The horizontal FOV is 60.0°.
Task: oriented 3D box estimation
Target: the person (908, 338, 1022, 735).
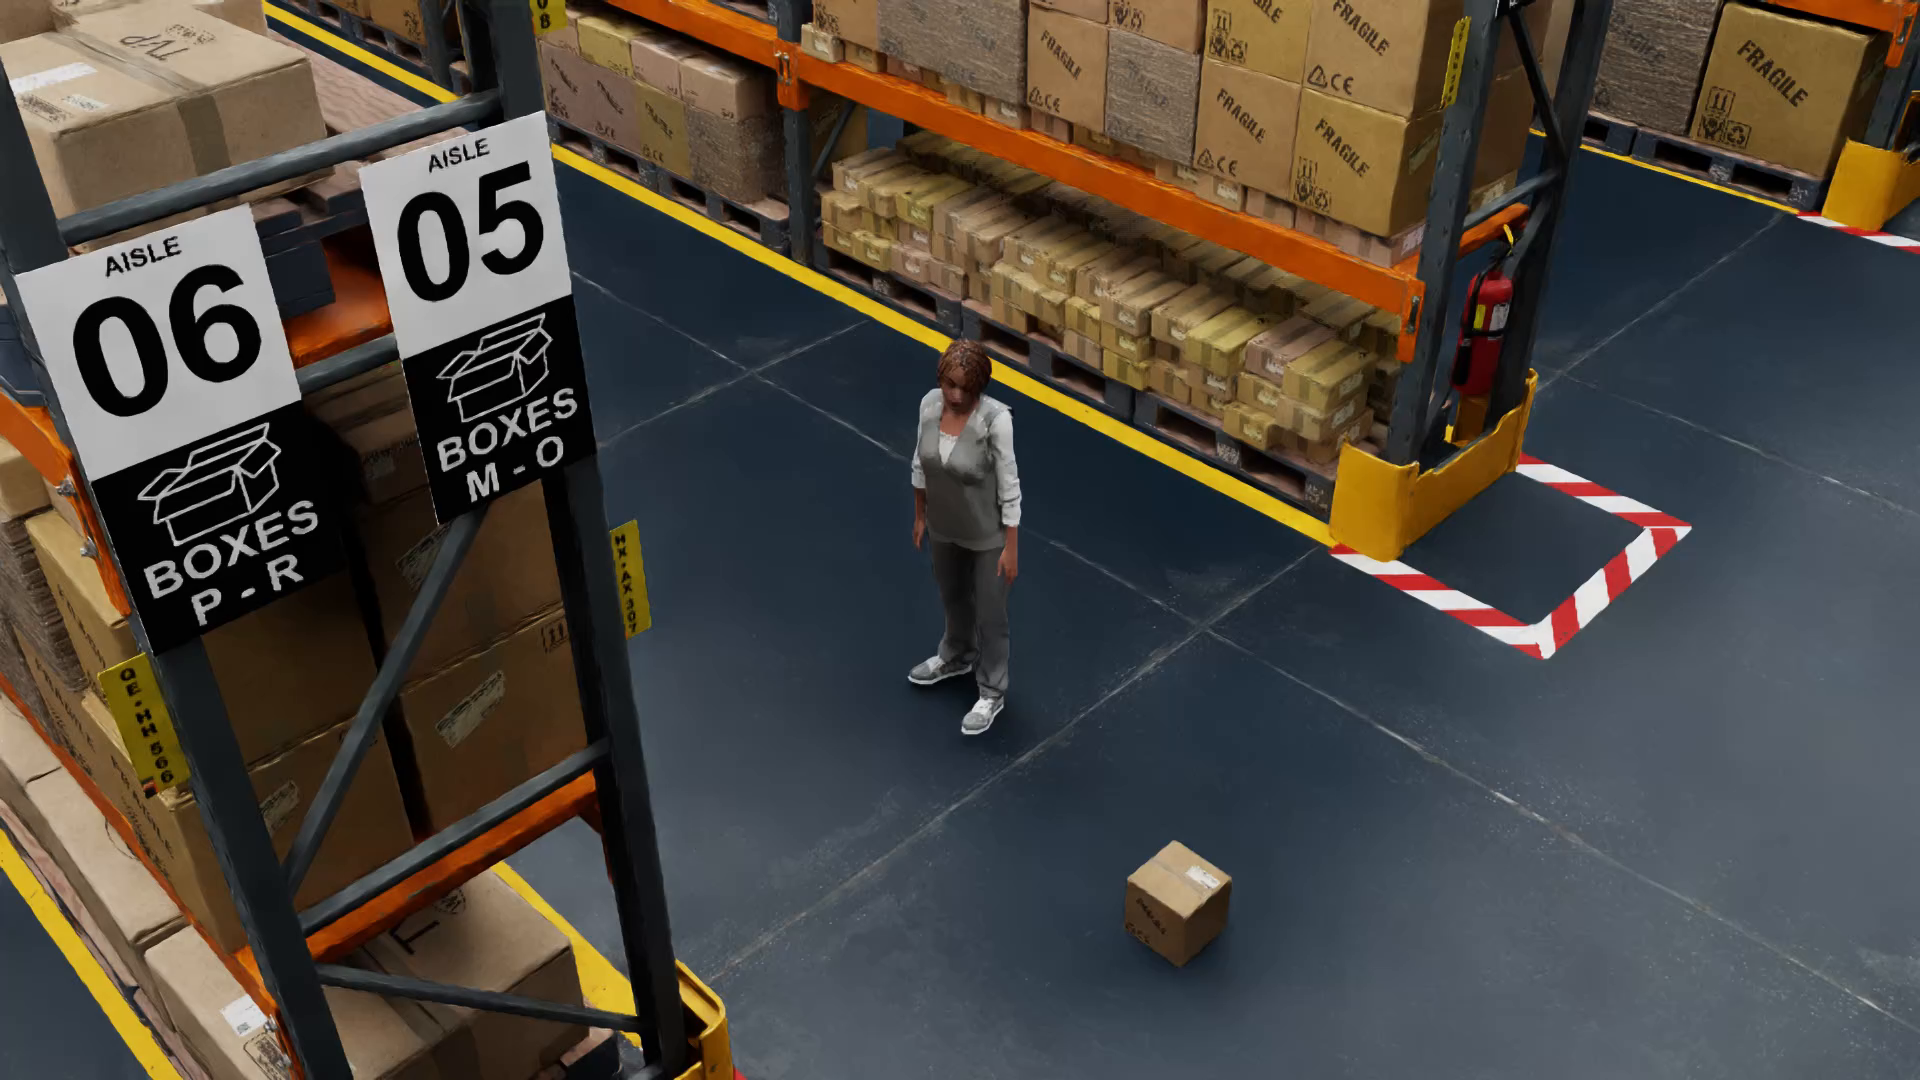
[{"bbox_3d":[0.010,-0.012,6.127,0.506,1.602,0.406,21,41,26],"label":"person"}]
